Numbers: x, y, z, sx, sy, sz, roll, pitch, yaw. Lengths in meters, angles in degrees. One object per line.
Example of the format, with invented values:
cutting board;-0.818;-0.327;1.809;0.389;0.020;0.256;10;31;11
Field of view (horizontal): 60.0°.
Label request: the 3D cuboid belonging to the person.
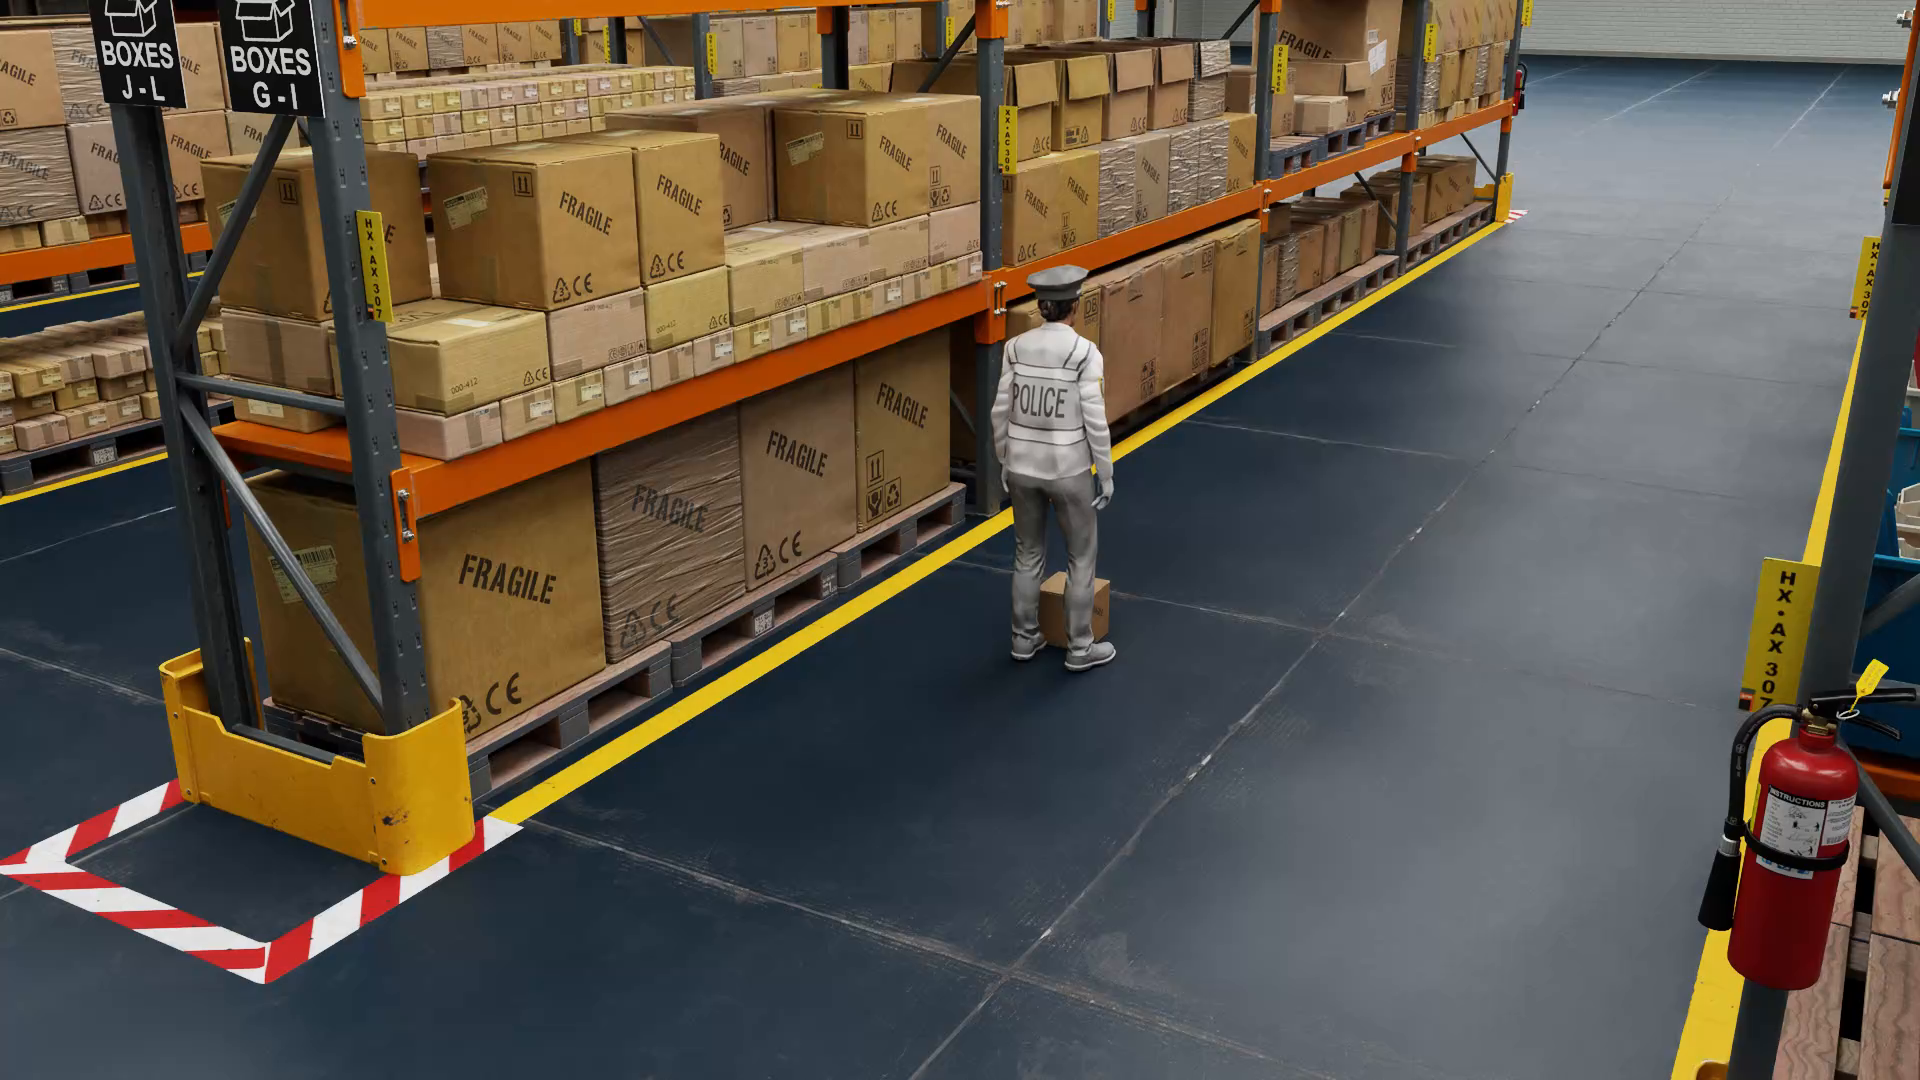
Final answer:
person;0.385;-0.279;6.851;0.526;1.663;0.375;10;22;27
